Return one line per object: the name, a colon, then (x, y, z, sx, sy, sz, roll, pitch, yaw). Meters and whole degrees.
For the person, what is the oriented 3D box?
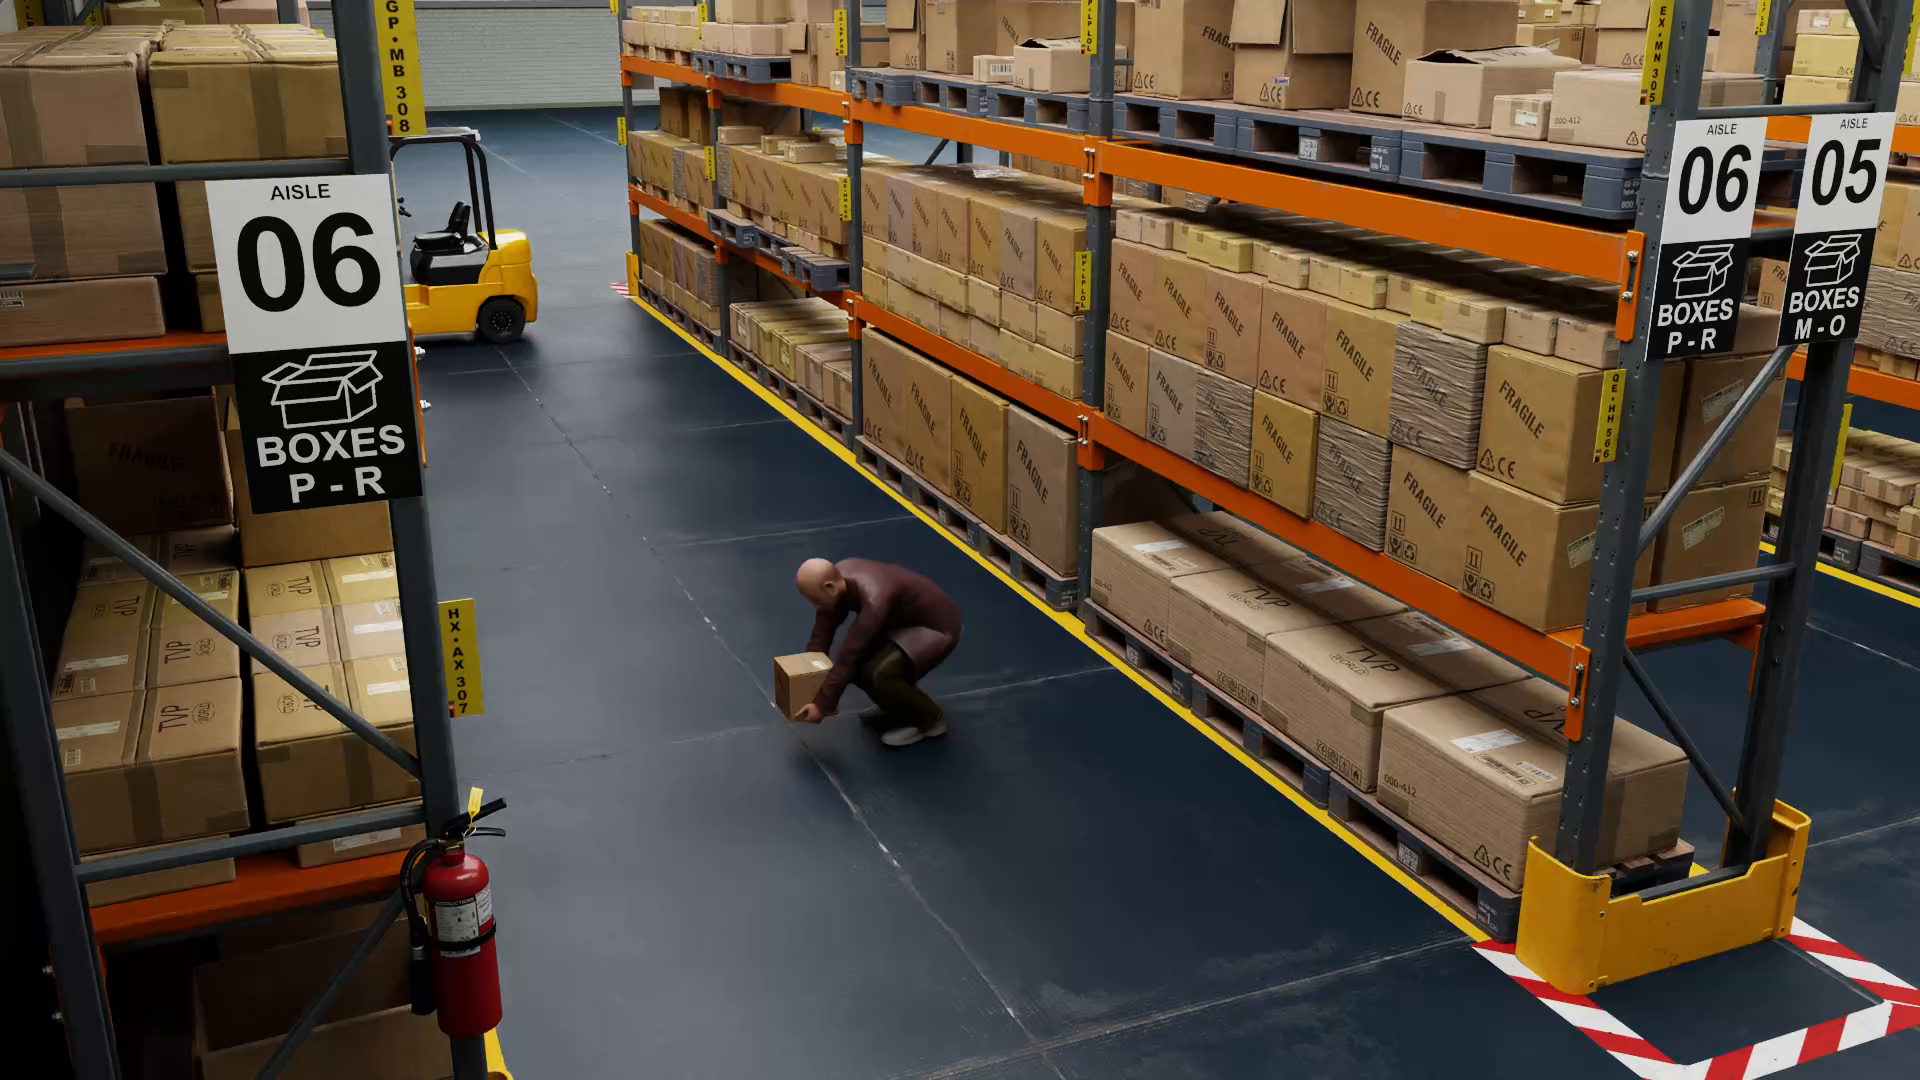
person: (-0.428, 0.511, 8.284, 0.937, 1.004, 0.580, -8, 20, -23)
